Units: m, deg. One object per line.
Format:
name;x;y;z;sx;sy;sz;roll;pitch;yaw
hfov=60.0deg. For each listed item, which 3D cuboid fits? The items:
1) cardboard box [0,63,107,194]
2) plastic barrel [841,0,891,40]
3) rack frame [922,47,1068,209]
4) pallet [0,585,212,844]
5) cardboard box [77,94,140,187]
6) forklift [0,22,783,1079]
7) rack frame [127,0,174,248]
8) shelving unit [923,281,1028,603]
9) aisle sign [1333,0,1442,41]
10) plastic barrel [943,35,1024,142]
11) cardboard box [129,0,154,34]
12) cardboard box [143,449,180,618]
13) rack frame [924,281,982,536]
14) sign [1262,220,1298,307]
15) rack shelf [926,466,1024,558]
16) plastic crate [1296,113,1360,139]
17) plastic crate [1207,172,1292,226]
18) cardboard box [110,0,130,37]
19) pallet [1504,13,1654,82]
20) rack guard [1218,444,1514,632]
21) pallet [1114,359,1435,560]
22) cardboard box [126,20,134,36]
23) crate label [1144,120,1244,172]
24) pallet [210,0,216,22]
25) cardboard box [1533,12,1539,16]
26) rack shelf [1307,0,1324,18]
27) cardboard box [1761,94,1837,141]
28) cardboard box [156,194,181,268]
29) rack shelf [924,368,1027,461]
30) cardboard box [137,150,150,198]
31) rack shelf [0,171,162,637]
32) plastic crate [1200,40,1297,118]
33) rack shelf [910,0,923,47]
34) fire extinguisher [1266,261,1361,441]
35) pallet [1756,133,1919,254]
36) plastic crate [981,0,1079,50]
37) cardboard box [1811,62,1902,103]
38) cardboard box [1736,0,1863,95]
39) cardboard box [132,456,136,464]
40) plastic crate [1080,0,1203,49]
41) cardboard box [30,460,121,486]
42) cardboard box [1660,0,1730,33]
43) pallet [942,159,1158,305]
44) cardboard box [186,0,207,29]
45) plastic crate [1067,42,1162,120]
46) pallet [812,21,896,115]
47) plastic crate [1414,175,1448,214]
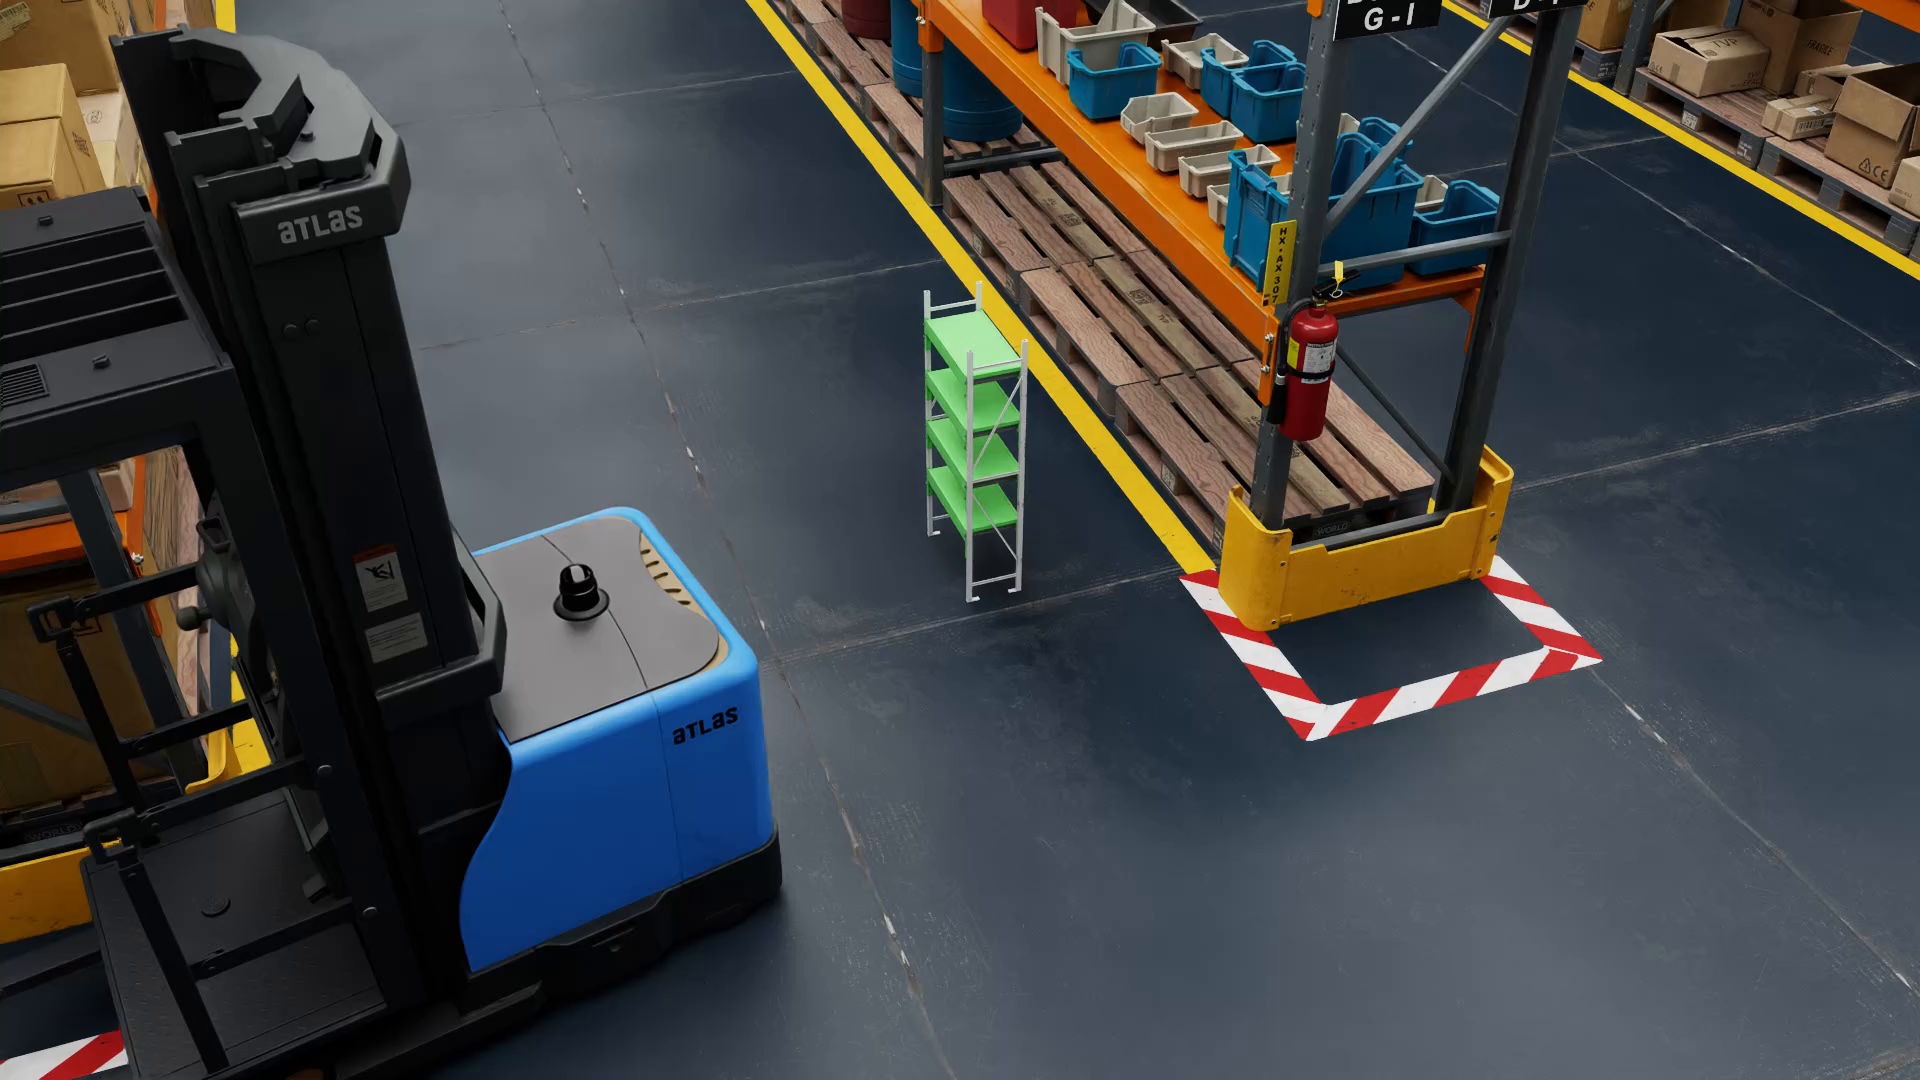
cardboard box;-3.269;-1.276;5.705;0.500;0.500;0.500;-13;39;-17
plastic barrel;-0.530;-3.855;11.530;0.600;0.588;0.708;-12;39;-16
rack frame;0.273;-3.302;9.141;1.000;3.000;0.127;-12;39;-16
pallet;-3.349;0.661;6.196;1.003;0.211;1.213;-12;39;-16
cardboard box;-3.623;-1.560;6.706;0.500;0.250;0.500;-12;39;-15
forklift;-2.123;0.262;4.467;3.031;2.935;1.130;-20;41;-25
rack frame;-4.377;-2.277;7.779;1.000;3.000;0.127;-12;39;-16
shelving unit;0.057;-0.386;6.765;0.258;1.200;0.503;-12;39;-16
aisle sign;1.399;-1.979;5.224;0.394;0.787;0.004;-12;39;-16
plastic barrel;0.102;-2.942;10.058;0.600;0.901;0.708;-12;39;-16
cardboard box;-4.301;-2.628;8.163;0.500;0.500;0.500;-12;39;-16
cardboard box;-3.609;-0.195;6.433;0.875;0.875;0.875;-12;39;-16
rack frame;-0.027;-0.524;6.948;0.240;1.200;0.015;-12;39;-16
sign;1.139;-0.984;5.928;0.100;0.325;0.005;-12;39;-16
rack shelf;0.057;-0.143;6.948;0.258;0.148;0.480;-12;39;-16
plastic crate;1.608;-1.750;7.250;0.250;0.136;0.298;-12;39;-16
plastic crate;1.199;-1.384;6.764;0.396;0.136;0.243;-12;39;-16
cardboard box;-3.968;-2.431;7.238;0.500;0.500;0.500;-11;38;-15
pallet;4.610;-3.663;11.938;1.003;0.211;1.213;-12;39;-16
rack guard;1.670;-0.033;6.878;1.175;0.500;0.348;-12;39;-16
pallet;1.402;-0.402;7.609;1.003;0.211;1.213;-12;39;-16
cardboard box;-3.979;-2.140;7.476;0.500;0.250;0.500;-13;39;-17
crate label;0.994;-1.703;7.187;0.396;0.136;0.243;-12;39;-16
pallet;-6.021;-3.864;12.204;1.003;0.211;1.213;-12;39;-16
cardboard box;4.324;-4.003;11.783;0.500;0.500;0.500;-12;39;-16
rack shelf;0.961;-3.083;6.955;1.077;0.370;4.000;-12;39;-16
cardboard box;5.174;-2.601;10.199;0.380;0.166;0.250;-12;39;-16
cardboard box;-4.616;-1.953;8.767;1.225;0.875;0.875;-12;39;-16
rack shelf;0.057;-0.526;6.659;0.258;0.148;0.480;-12;39;-16
cardboard box;-3.610;-1.490;6.944;0.380;0.149;0.250;-12;39;-15
rack shelf;-3.689;-0.859;6.496;1.077;0.370;4.000;-12;39;-16
plastic crate;1.317;-2.120;7.661;0.416;0.233;0.300;-12;39;-16
rack shelf;-0.415;-4.144;10.857;1.077;0.370;4.000;-12;39;-16
fire extinguisher;1.275;-0.683;6.038;0.296;0.674;0.183;-12;39;-16
pallet;5.584;-2.133;9.907;1.003;0.211;1.213;-12;39;-16
plastic crate;0.345;-2.795;8.365;0.402;0.464;0.583;-12;39;-16
cardboard box;5.646;-2.740;10.264;0.500;0.311;0.500;-12;39;-16
cardboard box;5.388;-3.240;10.770;0.500;0.500;0.500;-12;39;-16
cardboard box;-2.903;-0.330;5.404;0.380;0.149;0.250;-13;39;-17
plastic crate;0.911;-2.639;8.440;0.437;0.125;0.590;-12;39;-16
cardboard box;-2.913;-0.403;5.169;0.500;0.250;0.500;-13;39;-17
cardboard box;4.988;-3.826;11.549;0.500;0.500;0.500;-14;39;-18
pallet;0.563;-1.781;9.439;1.003;0.211;1.213;-12;39;-16
cardboard box;-5.236;-2.956;10.098;1.225;0.875;0.875;-12;39;-16
plastic crate;0.702;-2.106;7.643;0.416;0.233;0.300;-12;39;-16
pallet;-0.377;-3.323;11.486;1.003;0.211;1.213;-12;39;-16
plastic crate;1.841;-1.367;6.741;0.250;0.136;0.298;-12;39;-16
